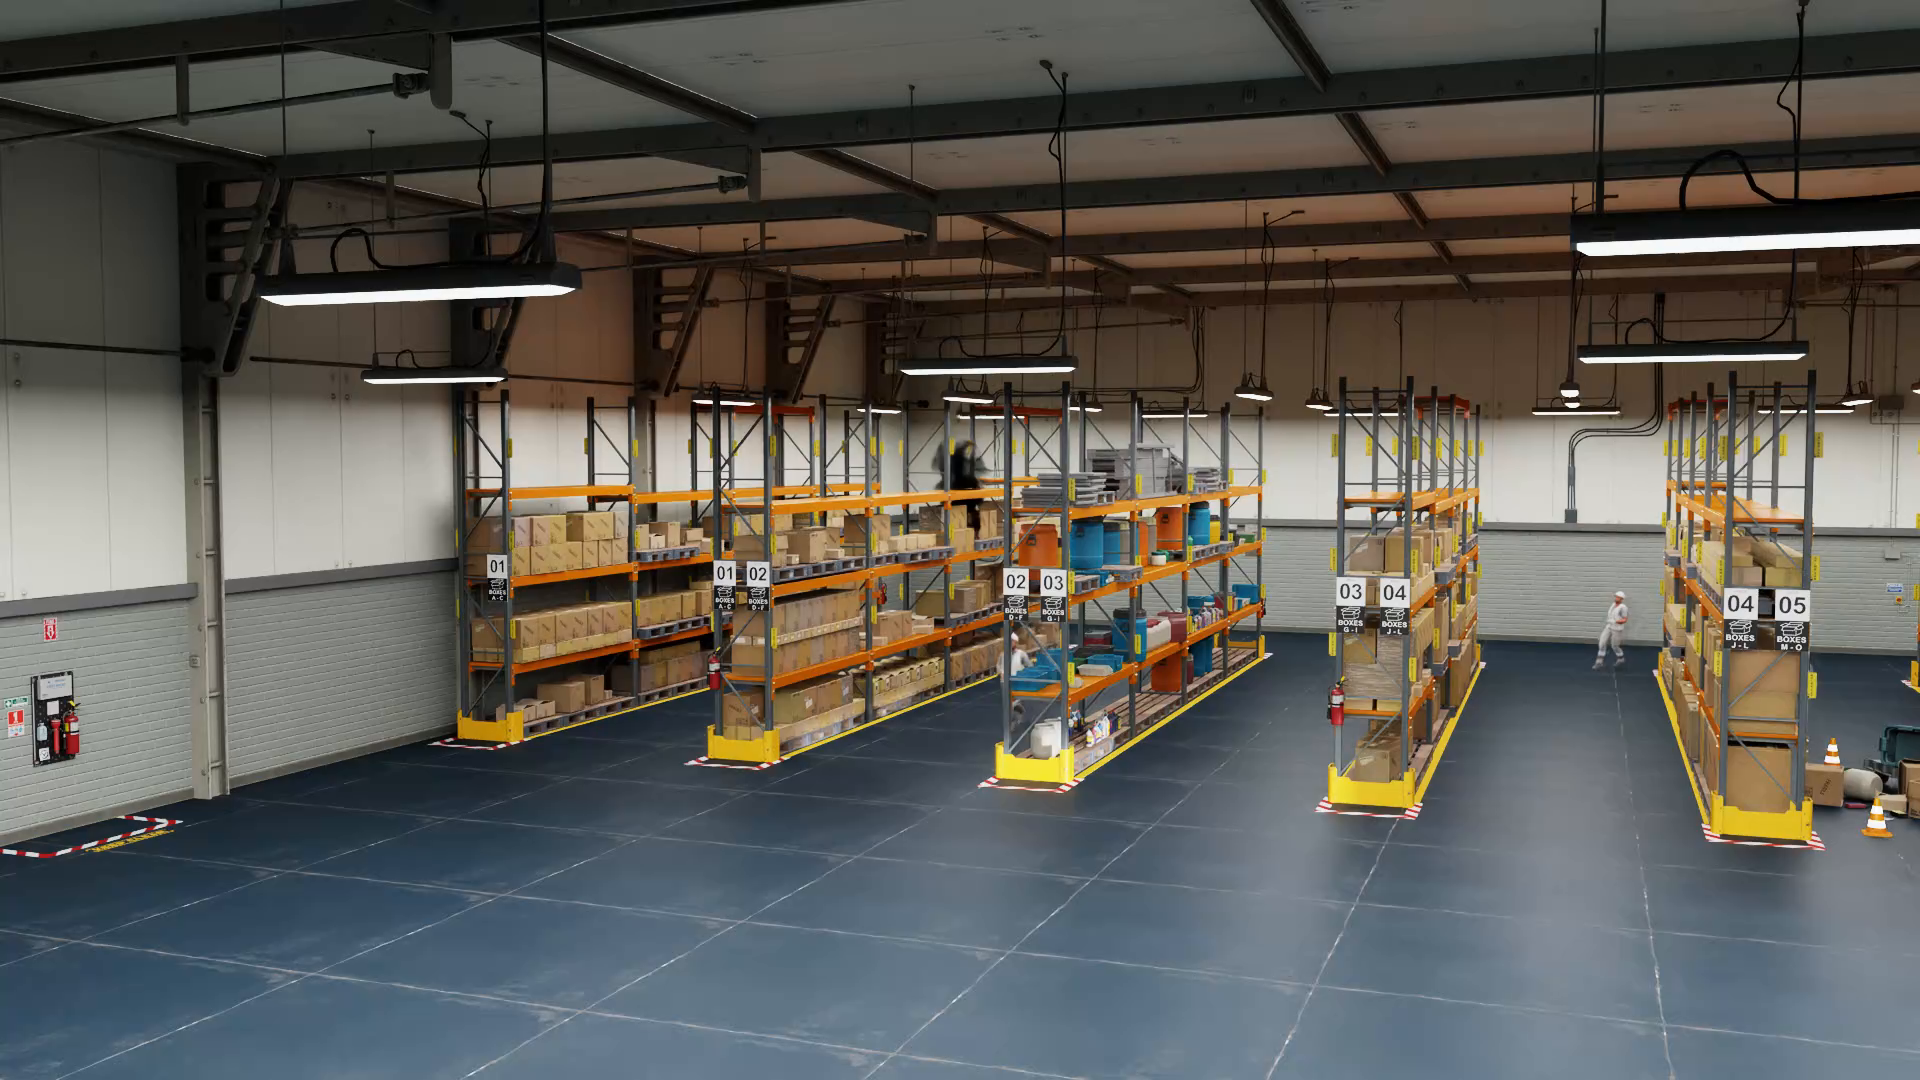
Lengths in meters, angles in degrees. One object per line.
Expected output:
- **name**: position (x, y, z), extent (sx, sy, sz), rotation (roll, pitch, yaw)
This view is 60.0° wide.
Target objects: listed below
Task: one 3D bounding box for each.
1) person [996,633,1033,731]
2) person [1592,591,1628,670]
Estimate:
- **person**: position (0.920, 2.521, 29.386), extent (0.655, 1.731, 0.571), rotation (1, 3, 21)
- **person**: position (14.726, 2.036, 37.457), extent (0.923, 1.772, 0.696), rotation (-1, 3, -22)
